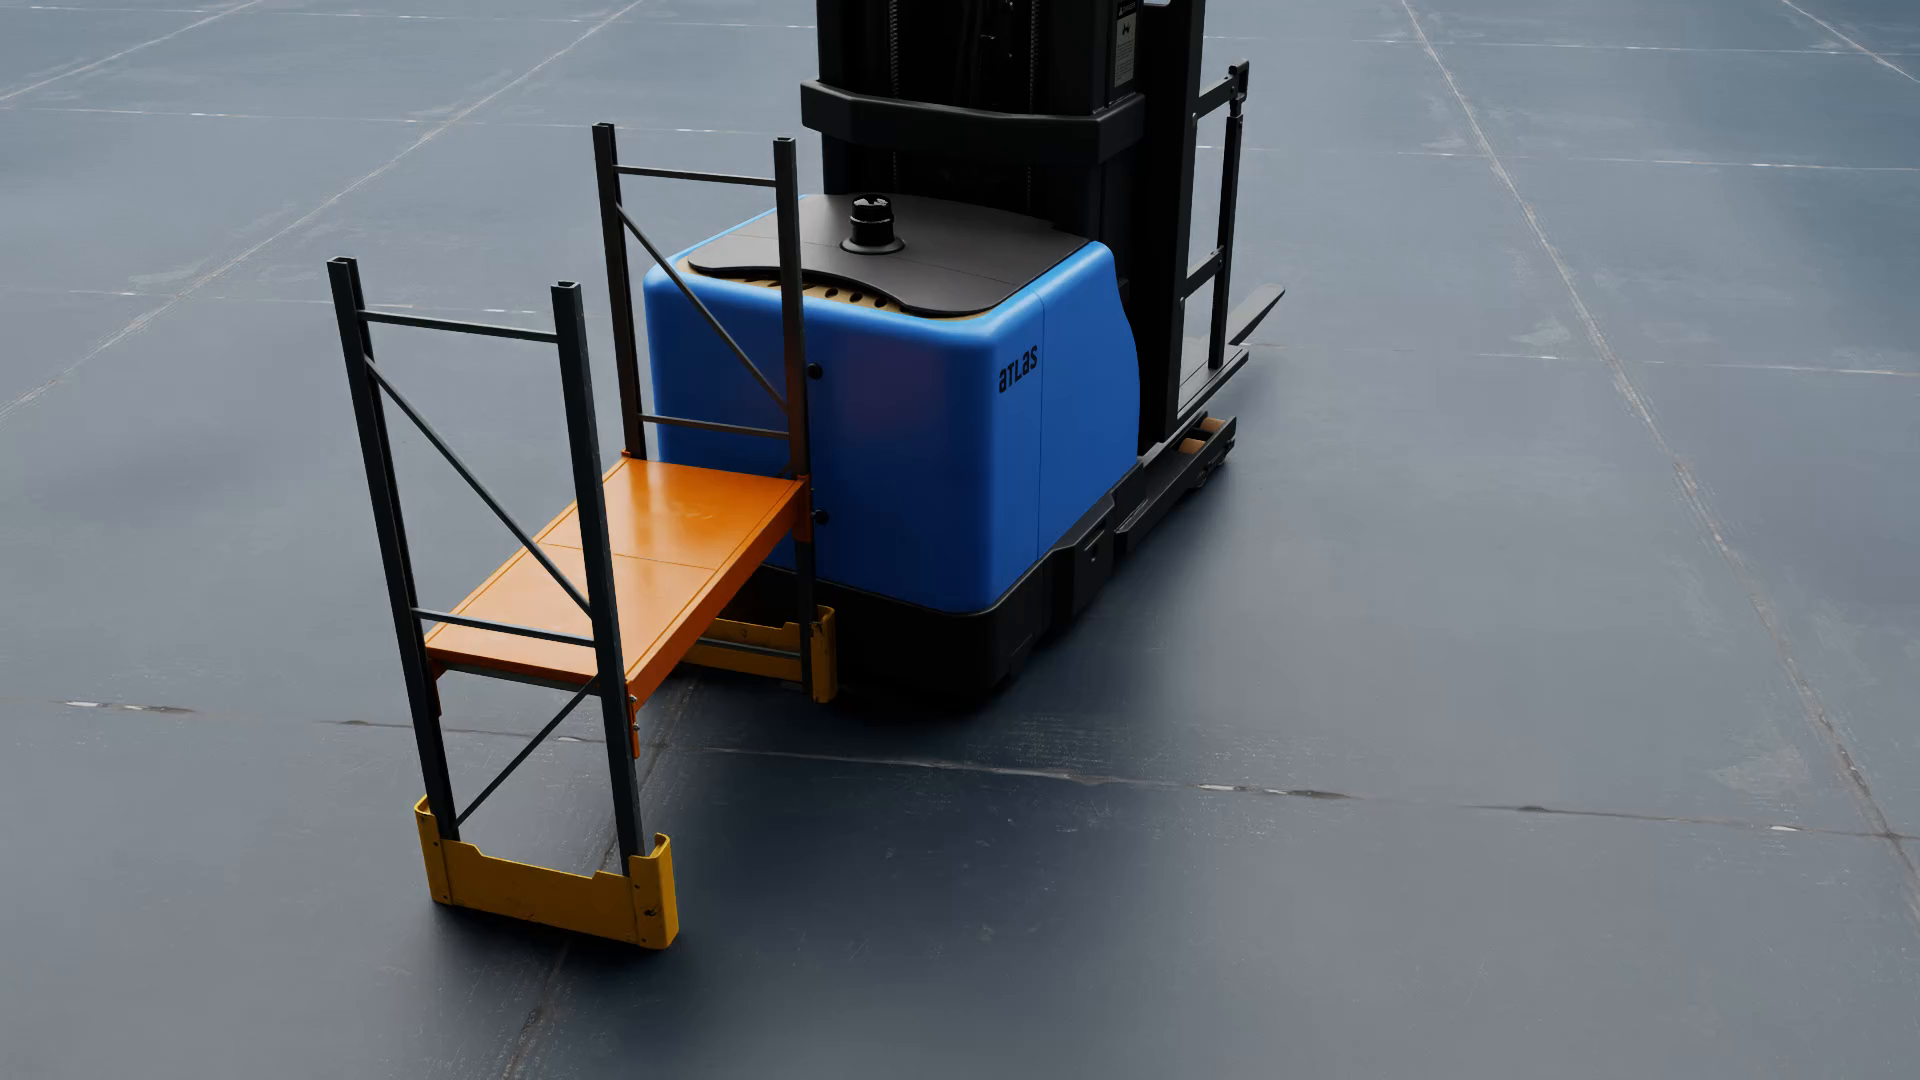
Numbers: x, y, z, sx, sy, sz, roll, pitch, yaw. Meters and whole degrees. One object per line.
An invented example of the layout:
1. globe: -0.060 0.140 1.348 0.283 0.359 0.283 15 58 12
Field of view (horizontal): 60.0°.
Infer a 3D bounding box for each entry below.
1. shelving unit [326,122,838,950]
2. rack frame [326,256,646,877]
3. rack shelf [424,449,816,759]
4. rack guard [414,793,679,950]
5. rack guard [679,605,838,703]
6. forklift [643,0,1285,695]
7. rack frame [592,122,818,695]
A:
1. shelving unit: -0.762 -0.055 3.771 0.587 1.500 1.083 8 29 15
2. rack frame: -0.912 0.180 3.335 0.500 1.500 0.032 8 29 15
3. rack shelf: -0.765 0.107 3.849 0.538 0.185 1.000 8 29 15
4. rack guard: -0.906 0.721 3.648 0.587 0.250 0.087 8 29 15
5. rack guard: -0.618 0.269 4.488 0.587 0.250 0.087 8 29 15
6. forklift: 0.296 -1.554 5.045 1.130 2.935 3.031 14 31 24
7. rack frame: -0.618 -0.282 4.192 0.500 1.500 0.032 8 29 15
